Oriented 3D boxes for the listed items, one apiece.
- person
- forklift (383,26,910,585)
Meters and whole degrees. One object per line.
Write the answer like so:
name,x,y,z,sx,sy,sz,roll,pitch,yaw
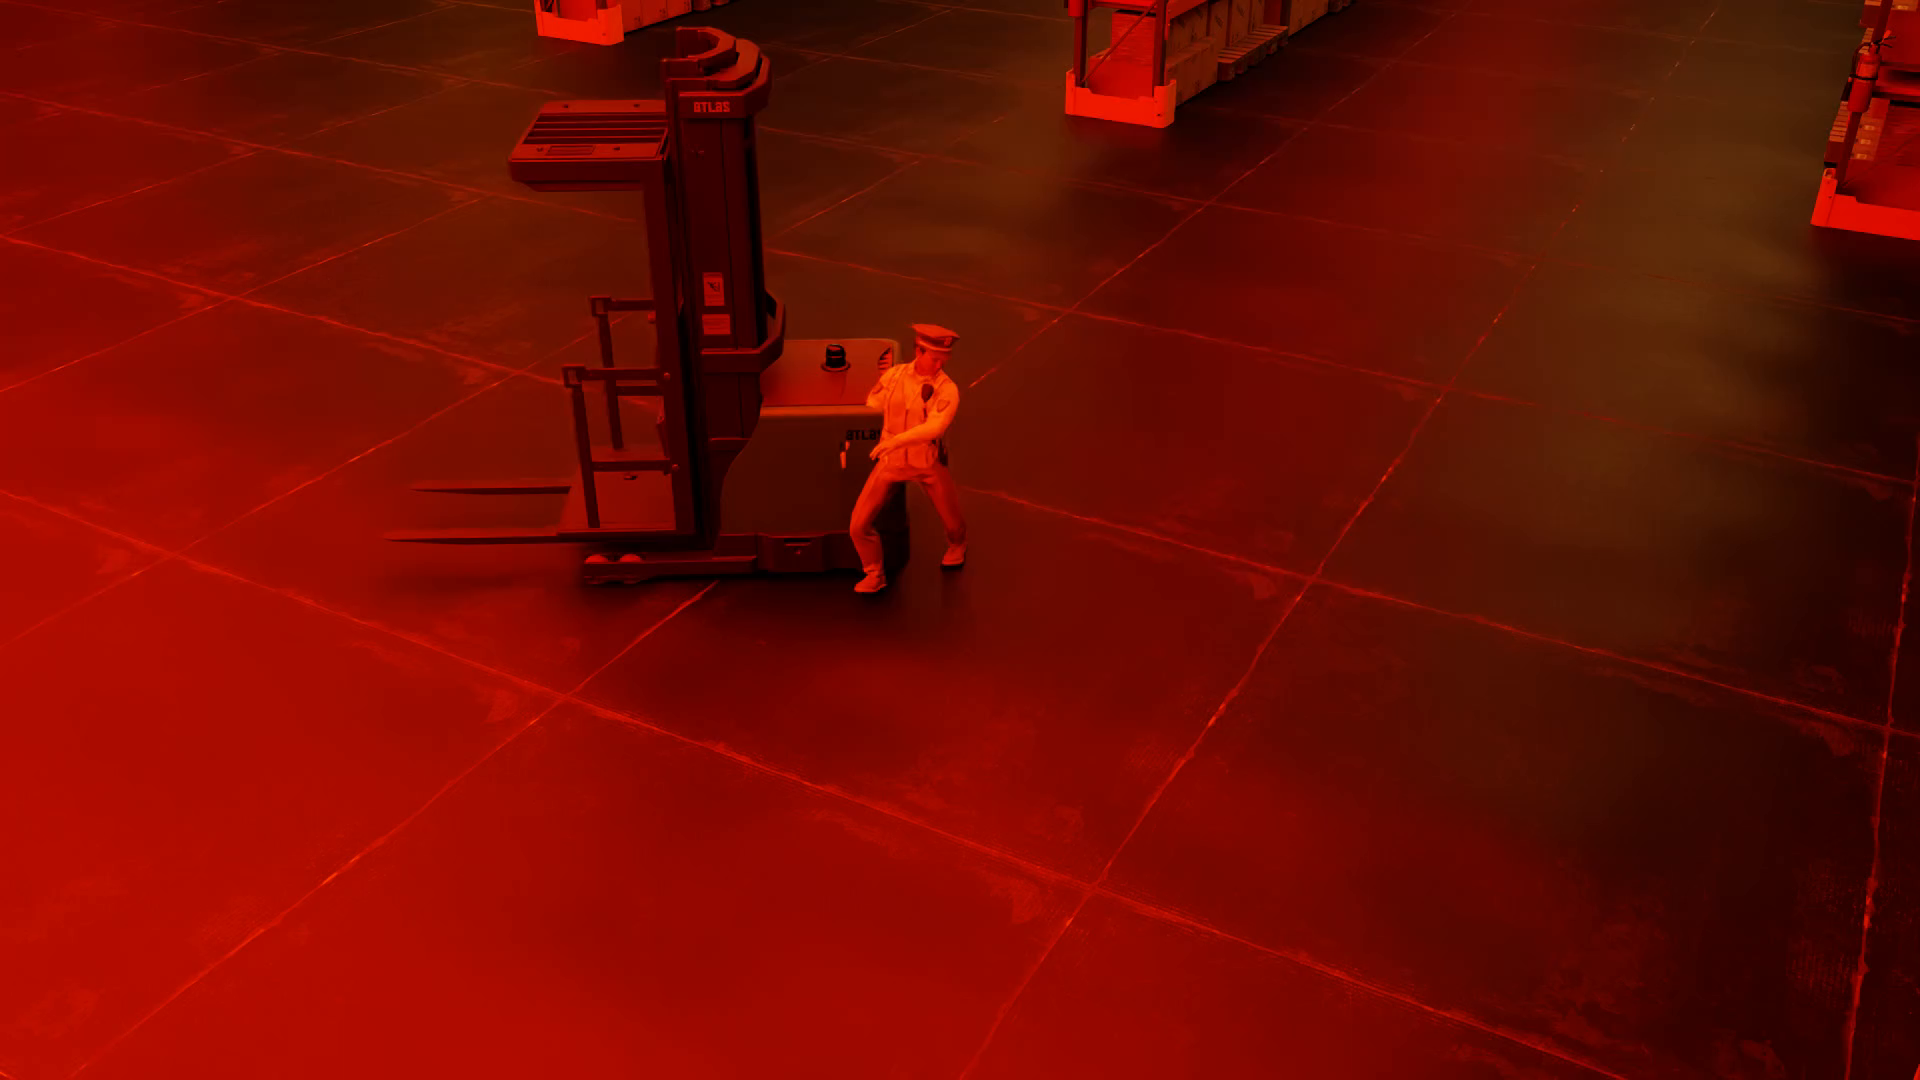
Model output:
person,-0.340,-0.423,9.191,0.713,1.556,0.841,5,30,8
forklift,-1.825,-1.284,9.295,3.031,2.935,1.130,-1,30,-2
